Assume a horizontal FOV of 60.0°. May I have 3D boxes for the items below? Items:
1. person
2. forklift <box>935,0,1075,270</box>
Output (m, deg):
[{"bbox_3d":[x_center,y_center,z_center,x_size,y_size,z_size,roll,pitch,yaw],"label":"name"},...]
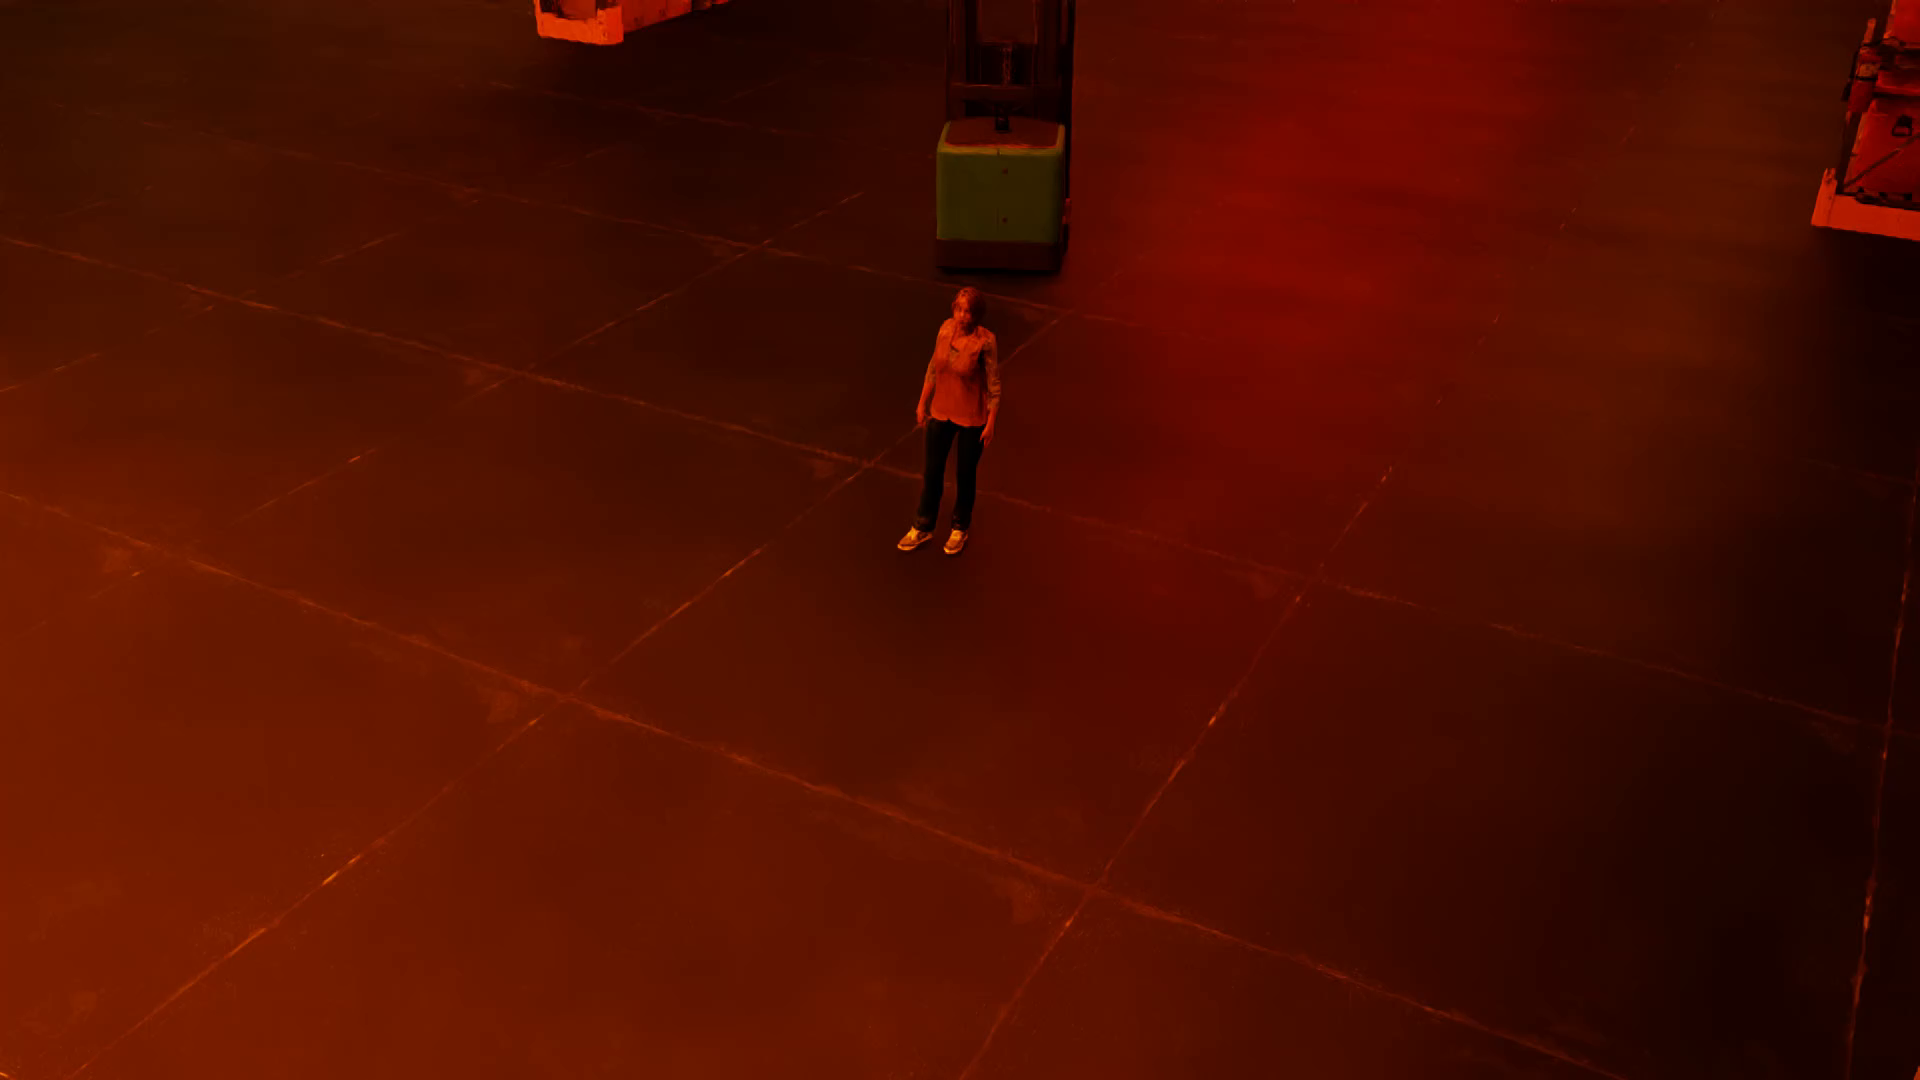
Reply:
[{"bbox_3d":[-0.048,-0.669,9.550,0.520,1.597,0.474,15,33,25],"label":"person"},{"bbox_3d":[0.444,-4.202,14.352,1.130,2.935,3.031,3,30,5],"label":"forklift"}]
